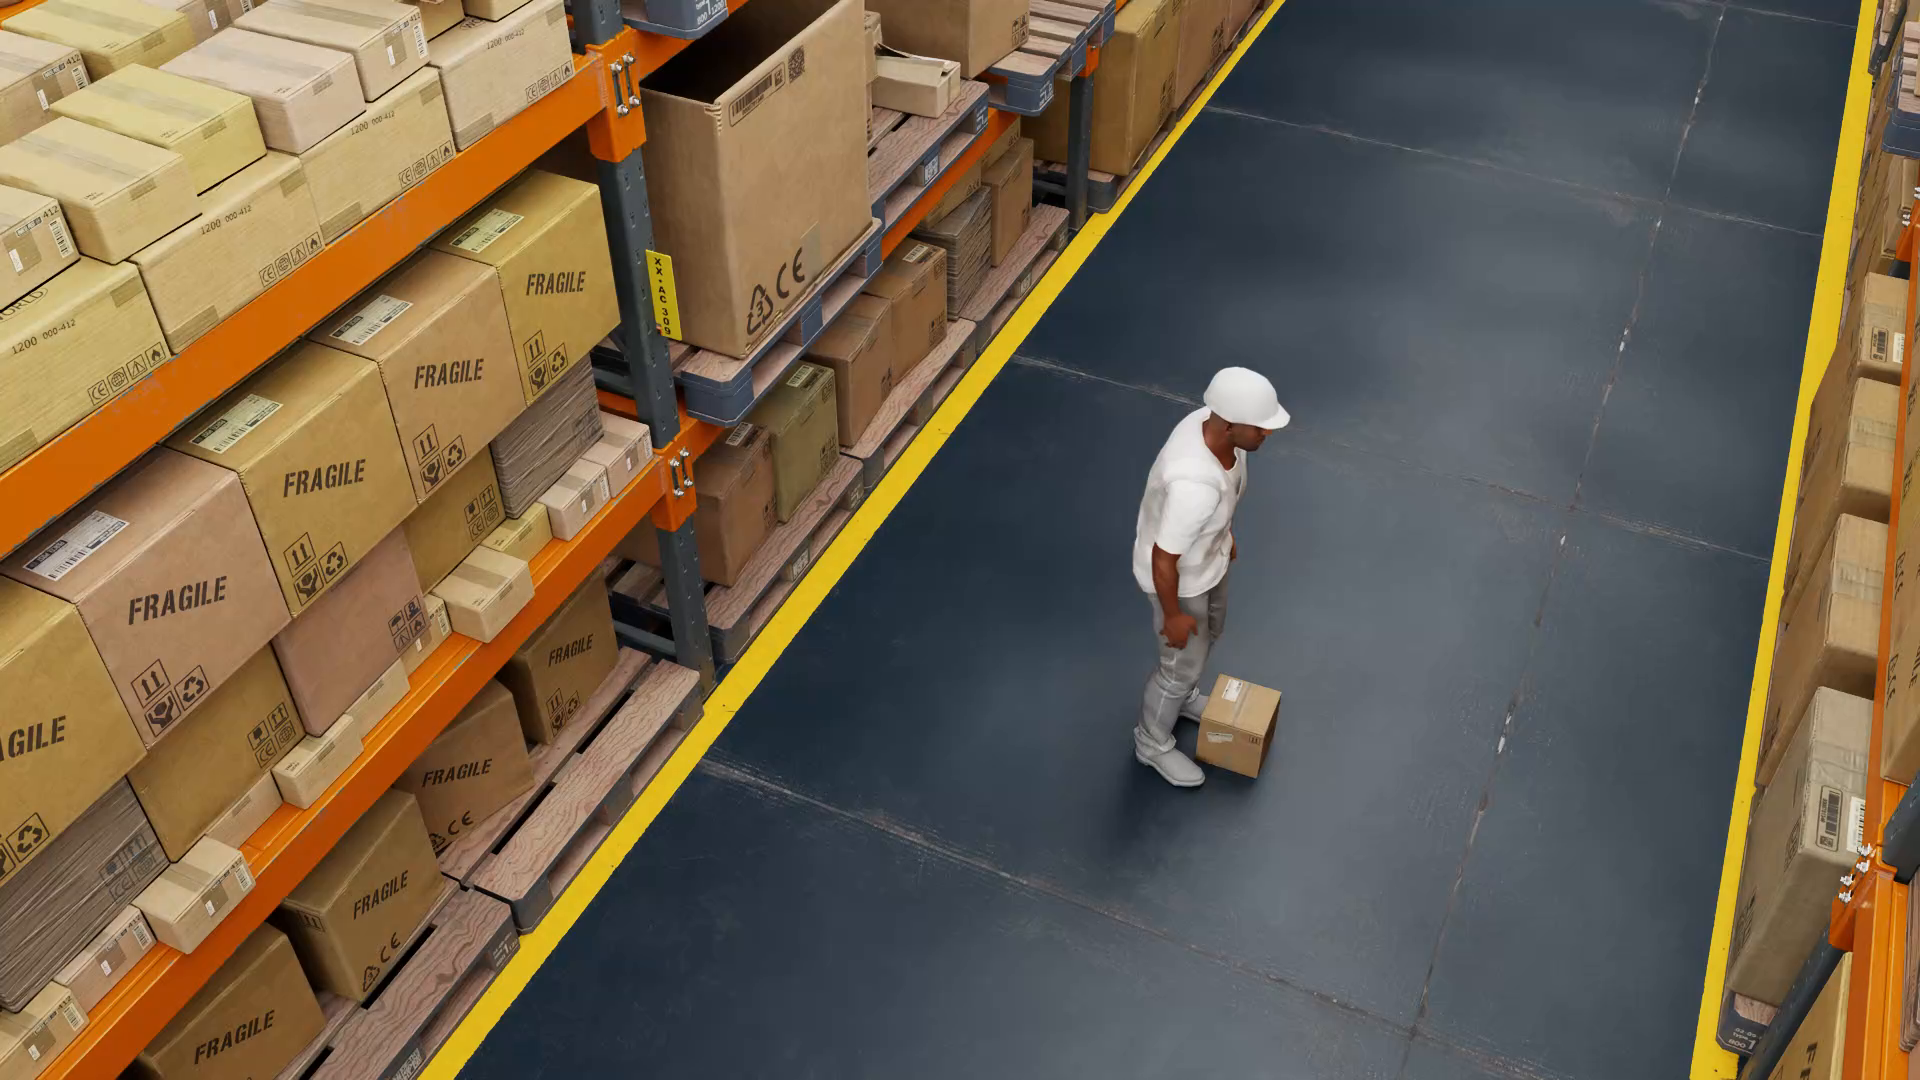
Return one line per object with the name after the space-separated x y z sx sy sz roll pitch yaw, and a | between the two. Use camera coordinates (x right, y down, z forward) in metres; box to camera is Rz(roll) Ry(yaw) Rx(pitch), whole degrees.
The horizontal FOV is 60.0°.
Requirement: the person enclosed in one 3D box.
0.864 0.106 6.027 0.460 1.760 0.625 17 44 18 | person
